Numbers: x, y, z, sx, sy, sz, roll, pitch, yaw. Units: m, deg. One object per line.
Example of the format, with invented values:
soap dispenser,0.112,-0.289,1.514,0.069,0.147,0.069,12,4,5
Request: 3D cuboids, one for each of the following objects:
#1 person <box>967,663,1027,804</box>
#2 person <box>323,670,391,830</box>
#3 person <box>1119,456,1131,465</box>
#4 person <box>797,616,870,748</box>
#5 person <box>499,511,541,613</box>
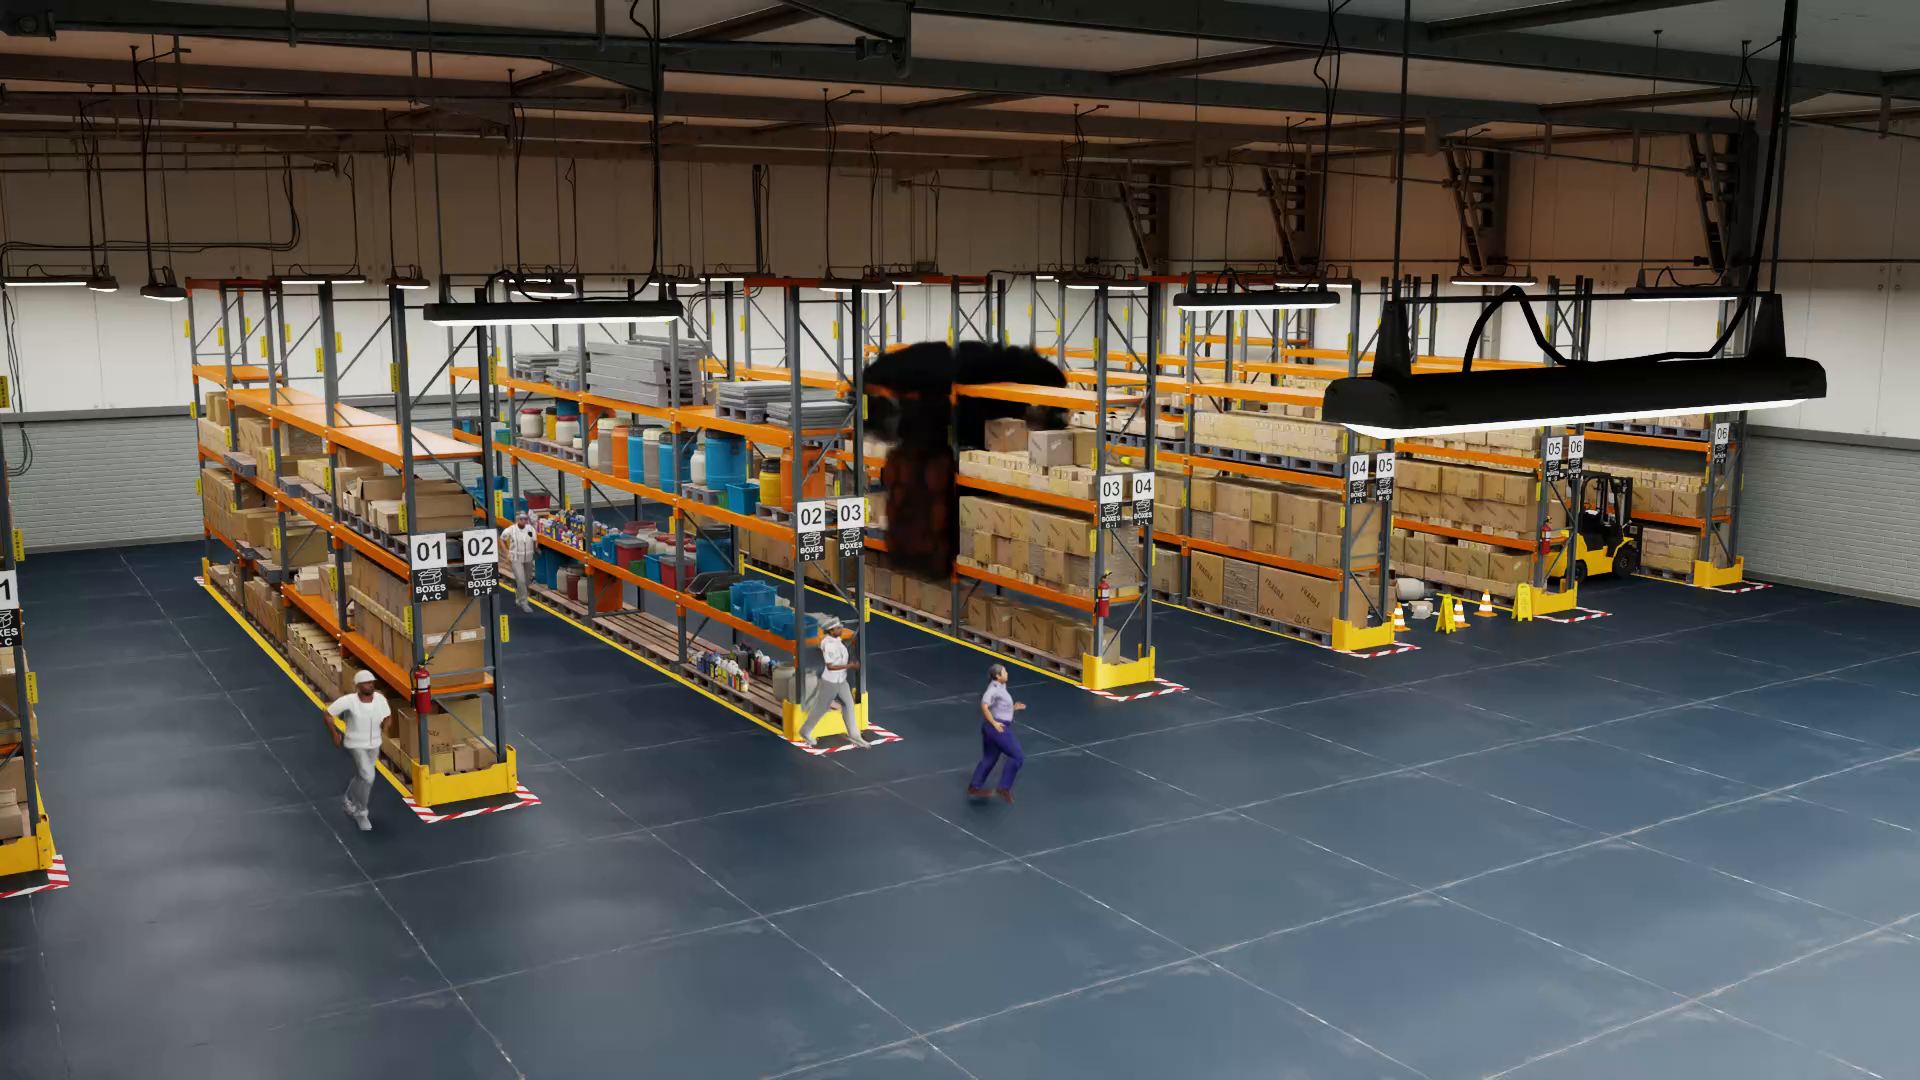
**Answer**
person,0.444,2.283,19.601,0.721,1.693,0.581,-2,10,-10
person,-6.777,2.361,18.868,0.740,1.809,0.687,7,12,34
person,3.655,-1.002,37.031,0.688,1.734,0.643,-9,13,-43
person,-1.618,1.807,21.166,0.922,1.719,0.576,1,10,9
person,-7.701,0.345,29.125,0.646,1.783,0.835,-7,12,-36
